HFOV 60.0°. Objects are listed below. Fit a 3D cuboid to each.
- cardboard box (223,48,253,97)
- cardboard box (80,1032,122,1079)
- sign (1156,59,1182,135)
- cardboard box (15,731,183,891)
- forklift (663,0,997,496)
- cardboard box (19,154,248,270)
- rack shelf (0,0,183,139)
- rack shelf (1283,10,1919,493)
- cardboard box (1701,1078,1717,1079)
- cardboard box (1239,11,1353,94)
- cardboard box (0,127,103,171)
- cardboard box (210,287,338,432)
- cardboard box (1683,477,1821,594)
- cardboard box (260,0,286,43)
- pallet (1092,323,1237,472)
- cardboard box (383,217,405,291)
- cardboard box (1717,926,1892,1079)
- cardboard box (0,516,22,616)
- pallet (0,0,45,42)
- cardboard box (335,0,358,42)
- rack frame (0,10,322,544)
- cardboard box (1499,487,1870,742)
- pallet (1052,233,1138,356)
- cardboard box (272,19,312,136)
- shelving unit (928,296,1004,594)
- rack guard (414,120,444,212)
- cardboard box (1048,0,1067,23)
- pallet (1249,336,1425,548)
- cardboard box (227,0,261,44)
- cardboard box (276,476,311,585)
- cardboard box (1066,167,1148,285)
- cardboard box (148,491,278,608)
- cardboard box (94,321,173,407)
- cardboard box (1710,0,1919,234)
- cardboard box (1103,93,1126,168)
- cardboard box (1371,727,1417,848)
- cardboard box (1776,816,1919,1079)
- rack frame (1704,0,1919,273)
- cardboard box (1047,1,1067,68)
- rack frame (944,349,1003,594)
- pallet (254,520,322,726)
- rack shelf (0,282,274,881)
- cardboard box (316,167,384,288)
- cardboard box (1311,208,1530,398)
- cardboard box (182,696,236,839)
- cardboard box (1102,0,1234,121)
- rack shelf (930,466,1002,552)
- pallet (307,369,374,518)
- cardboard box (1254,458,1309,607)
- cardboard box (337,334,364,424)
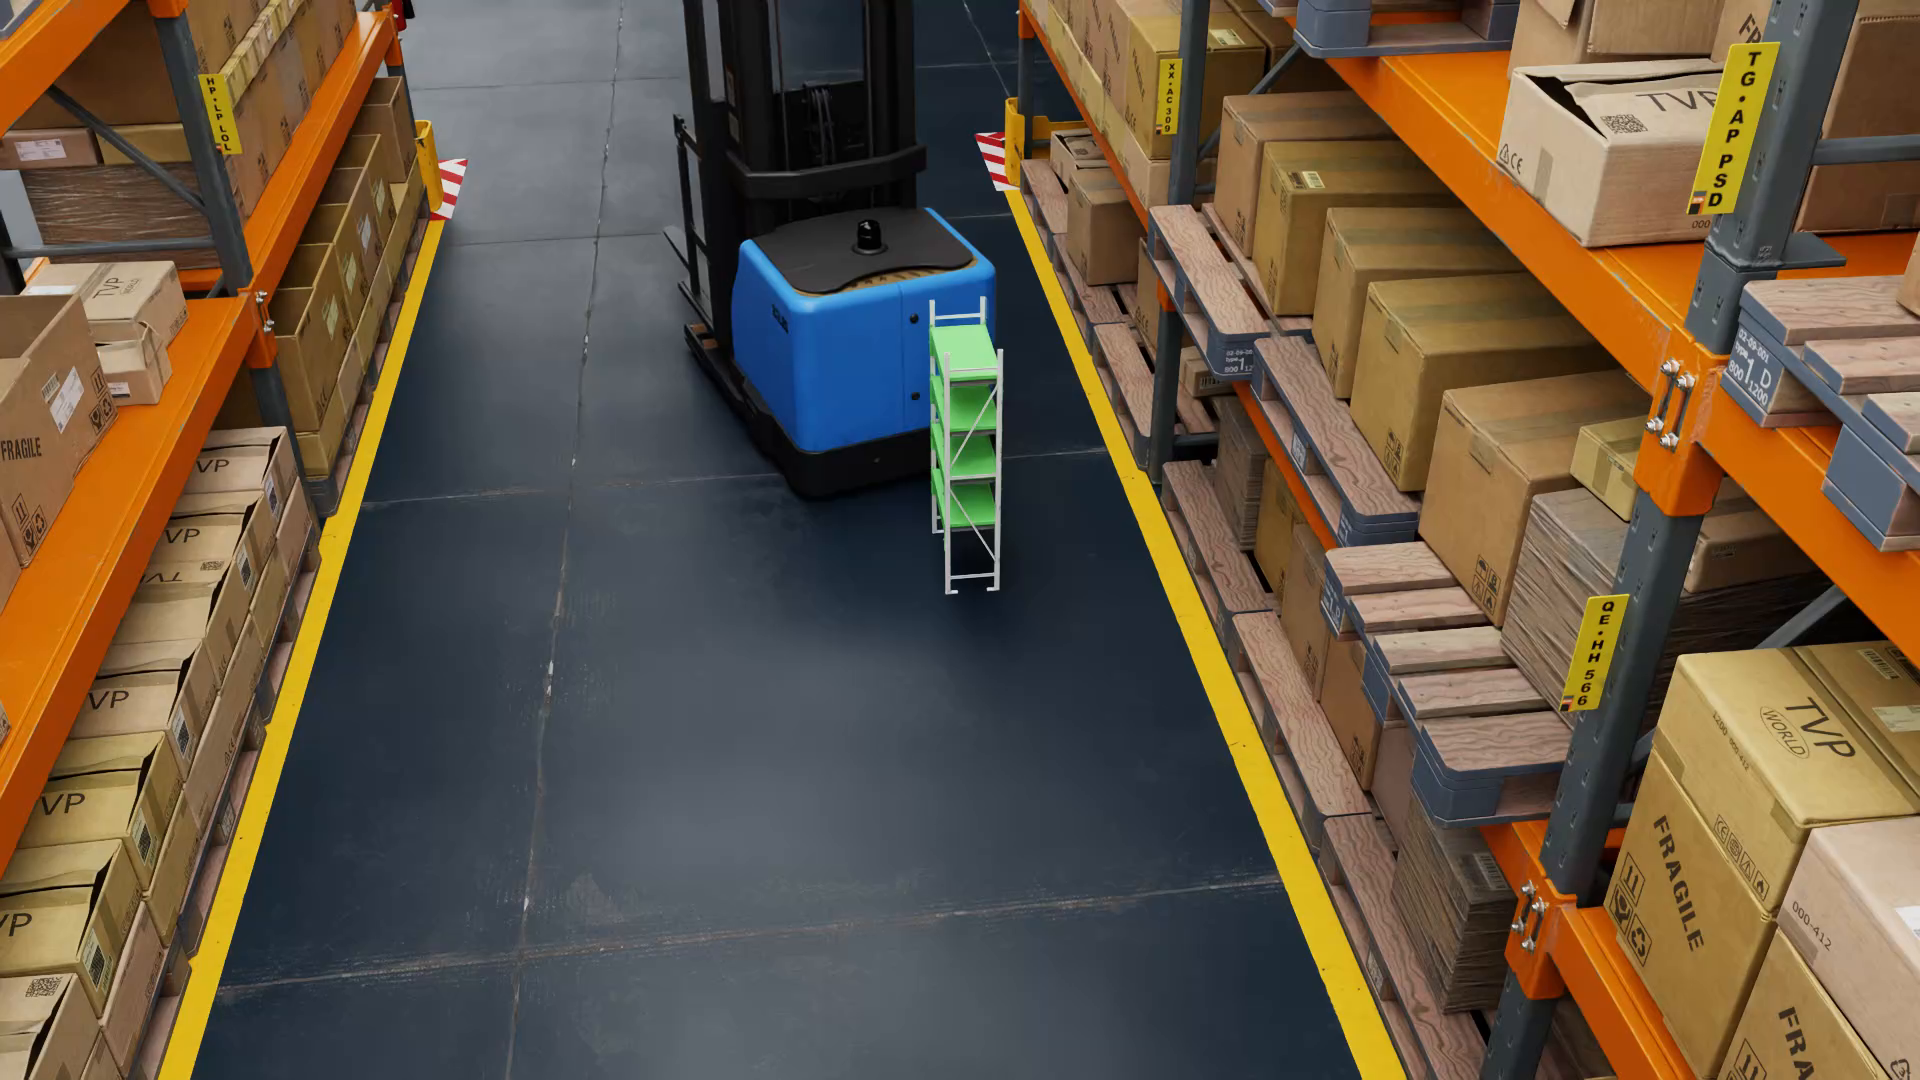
[{"bbox_3d":[-3.429,-2.102,7.506,0.380,0.149,0.250,-5,35,-7],"label":"cardboard box"},{"bbox_3d":[-2.720,1.683,4.686,0.500,0.250,0.500,-4,35,-7],"label":"cardboard box"},{"bbox_3d":[0.893,-1.887,7.087,0.100,0.325,0.005,-4,35,-6],"label":"sign"},{"bbox_3d":[-2.865,0.874,5.375,0.500,0.311,0.500,-5,35,-8],"label":"cardboard box"},{"bbox_3d":[-0.882,-2.240,8.434,1.130,2.935,3.031,-14,37,-20],"label":"forklift"},{"bbox_3d":[-3.544,-1.486,7.178,0.700,0.500,0.500,-5,35,-8],"label":"cardboard box"},{"bbox_3d":[-3.209,-1.024,4.564,1.077,0.370,4.000,-4,35,-6],"label":"rack shelf"},{"bbox_3d":[1.699,-1.401,5.117,1.077,0.370,4.000,-4,35,-6],"label":"rack shelf"},{"bbox_3d":[1.760,1.250,3.457,0.380,0.149,0.250,-3,34,-5],"label":"cardboard box"},{"bbox_3d":[1.574,-2.109,7.631,0.500,0.500,0.500,-5,35,-7],"label":"cardboard box"},{"bbox_3d":[-3.727,-1.642,6.832,0.380,0.149,0.250,-4,35,-6],"label":"cardboard box"},{"bbox_3d":[-3.230,-0.827,7.703,0.500,0.500,0.500,-4,35,-6],"label":"cardboard box"},{"bbox_3d":[1.892,-0.024,4.066,0.380,0.149,0.250,-9,35,-13],"label":"cardboard box"},{"bbox_3d":[-3.534,-2.536,8.142,0.380,0.149,0.250,-5,35,-7],"label":"cardboard box"},{"bbox_3d":[1.305,-0.795,8.729,1.003,0.211,1.213,-4,35,-6],"label":"pallet"},{"bbox_3d":[-3.503,-1.633,9.552,0.500,0.250,0.500,-4,35,-6],"label":"cardboard box"},{"bbox_3d":[1.841,1.068,3.148,0.500,0.500,0.500,-3,34,-5],"label":"cardboard box"},{"bbox_3d":[-3.182,0.058,4.912,0.500,0.500,0.500,-6,35,-9],"label":"cardboard box"},{"bbox_3d":[-3.347,-1.867,5.332,0.805,0.209,1.217,-6,35,-8],"label":"pallet"},{"bbox_3d":[-3.966,-3.210,9.707,0.700,0.500,0.500,-4,35,-6],"label":"cardboard box"},{"bbox_3d":[-3.478,-1.198,6.844,1.000,3.000,0.127,-4,35,-6],"label":"rack frame"},{"bbox_3d":[1.895,0.173,4.354,0.700,0.500,0.500,-8,35,-12],"label":"cardboard box"},{"bbox_3d":[1.137,-1.477,9.730,1.003,0.211,1.213,-4,35,-6],"label":"pallet"},{"bbox_3d":[-3.755,-2.346,8.440,0.700,0.500,0.500,-3,34,-5],"label":"cardboard box"},{"bbox_3d":[0.022,-0.403,7.277,0.258,1.200,0.503,-4,35,-6],"label":"shelving unit"},{"bbox_3d":[-4.019,-2.410,10.843,1.175,0.500,0.348,-4,35,-6],"label":"rack guard"},{"bbox_3d":[0.778,-3.209,9.244,0.500,0.500,0.500,-5,35,-8],"label":"cardboard box"},{"bbox_3d":[1.661,-0.365,5.792,1.003,0.211,1.213,-4,35,-6],"label":"pallet"},{"bbox_3d":[-3.680,-2.584,7.637,0.700,0.500,0.500,-4,35,-6],"label":"cardboard box"},{"bbox_3d":[-3.135,-0.025,7.192,0.500,0.250,0.500,-5,35,-7],"label":"cardboard box"},{"bbox_3d":[1.022,-1.832,9.603,0.700,0.500,0.500,-6,35,-9],"label":"cardboard box"},{"bbox_3d":[-3.063,0.028,6.617,0.500,0.311,0.500,-3,34,-5],"label":"cardboard box"},{"bbox_3d":[-3.178,-0.665,6.182,0.396,0.266,0.258,-5,35,-8],"label":"cardboard box"},{"bbox_3d":[2.099,-1.051,3.859,0.500,0.500,0.500,-4,35,-6],"label":"cardboard box"},{"bbox_3d":[1.007,-2.041,8.197,0.500,0.250,0.500,-4,35,-6],"label":"cardboard box"},{"bbox_3d":[1.865,0.814,5.720,0.700,0.500,0.500,-4,35,-6],"label":"cardboard box"},{"bbox_3d":[1.847,0.748,2.953,0.500,0.250,0.500,-5,35,-7],"label":"cardboard box"},{"bbox_3d":[1.968,-1.822,2.432,1.000,3.000,0.127,-4,35,-6],"label":"rack frame"},{"bbox_3d":[0.790,-2.884,9.433,0.500,0.250,0.500,-5,35,-7],"label":"cardboard box"},{"bbox_3d":[0.055,-0.267,7.077,0.240,1.200,0.015,-4,35,-6],"label":"rack frame"},{"bbox_3d":[-3.340,0.363,7.030,1.003,0.211,1.213,-4,35,-6],"label":"pallet"},{"bbox_3d":[-3.209,0.216,5.409,1.077,0.370,4.000,-4,35,-6],"label":"rack shelf"},{"bbox_3d":[-3.434,-1.664,8.931,0.500,0.500,0.500,-4,35,-6],"label":"cardboard box"},{"bbox_3d":[1.652,-0.834,5.831,0.700,0.500,0.500,0,34,0],"label":"cardboard box"},{"bbox_3d":[-2.933,0.826,5.942,0.500,0.250,0.500,-4,34,-5],"label":"cardboard box"},{"bbox_3d":[0.987,-2.350,7.984,0.500,0.500,0.500,-5,35,-7],"label":"cardboard box"},{"bbox_3d":[0.022,-0.152,7.448,0.258,0.148,0.480,-4,35,-6],"label":"rack shelf"},{"bbox_3d":[-3.544,-0.492,8.285,1.003,0.211,1.213,-4,35,-6],"label":"pallet"},{"bbox_3d":[1.665,-0.030,6.959,0.700,0.500,0.500,-5,35,-7],"label":"cardboard box"},{"bbox_3d":[-3.302,-0.796,8.323,0.500,0.250,0.500,-4,35,-6],"label":"cardboard box"}]
